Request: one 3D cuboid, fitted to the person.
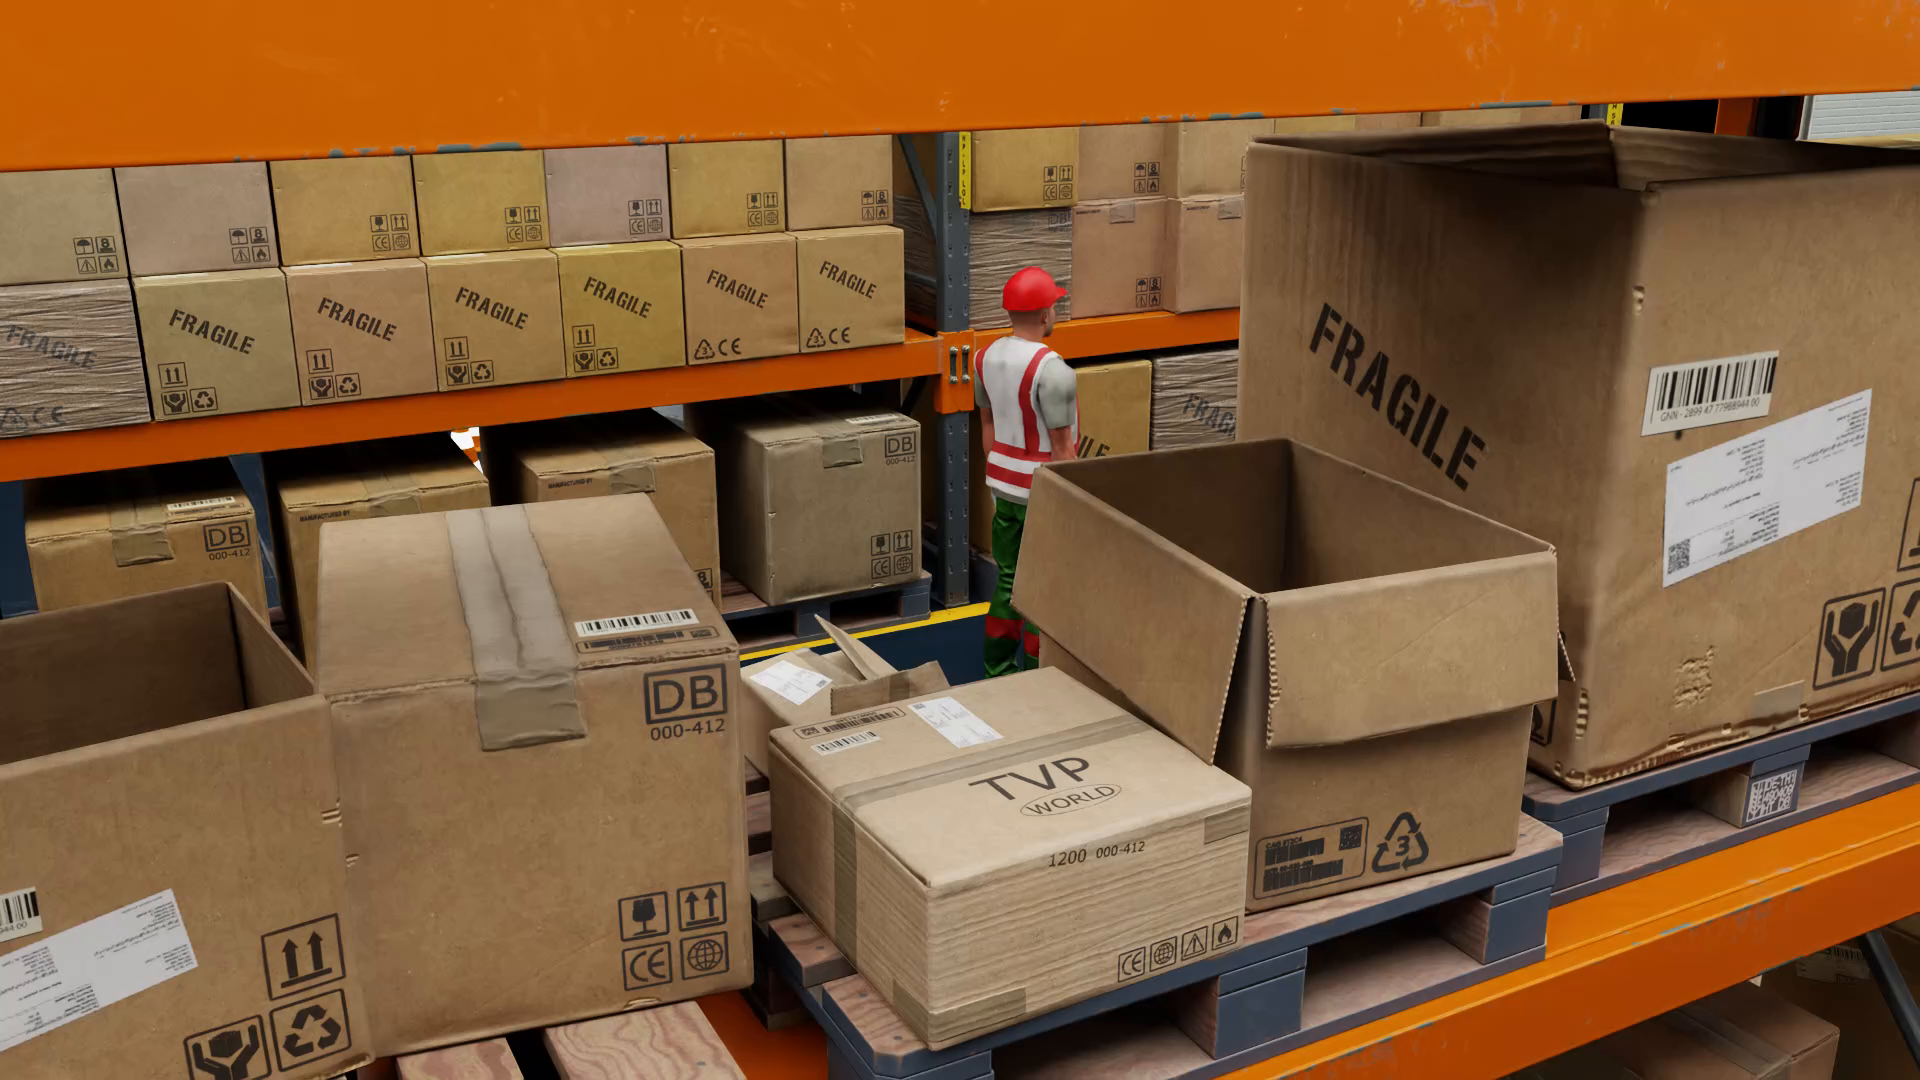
[{"bbox_3d":[0.284,-0.187,6.589,0.335,1.785,0.524,-14,23,-37],"label":"person"}]
